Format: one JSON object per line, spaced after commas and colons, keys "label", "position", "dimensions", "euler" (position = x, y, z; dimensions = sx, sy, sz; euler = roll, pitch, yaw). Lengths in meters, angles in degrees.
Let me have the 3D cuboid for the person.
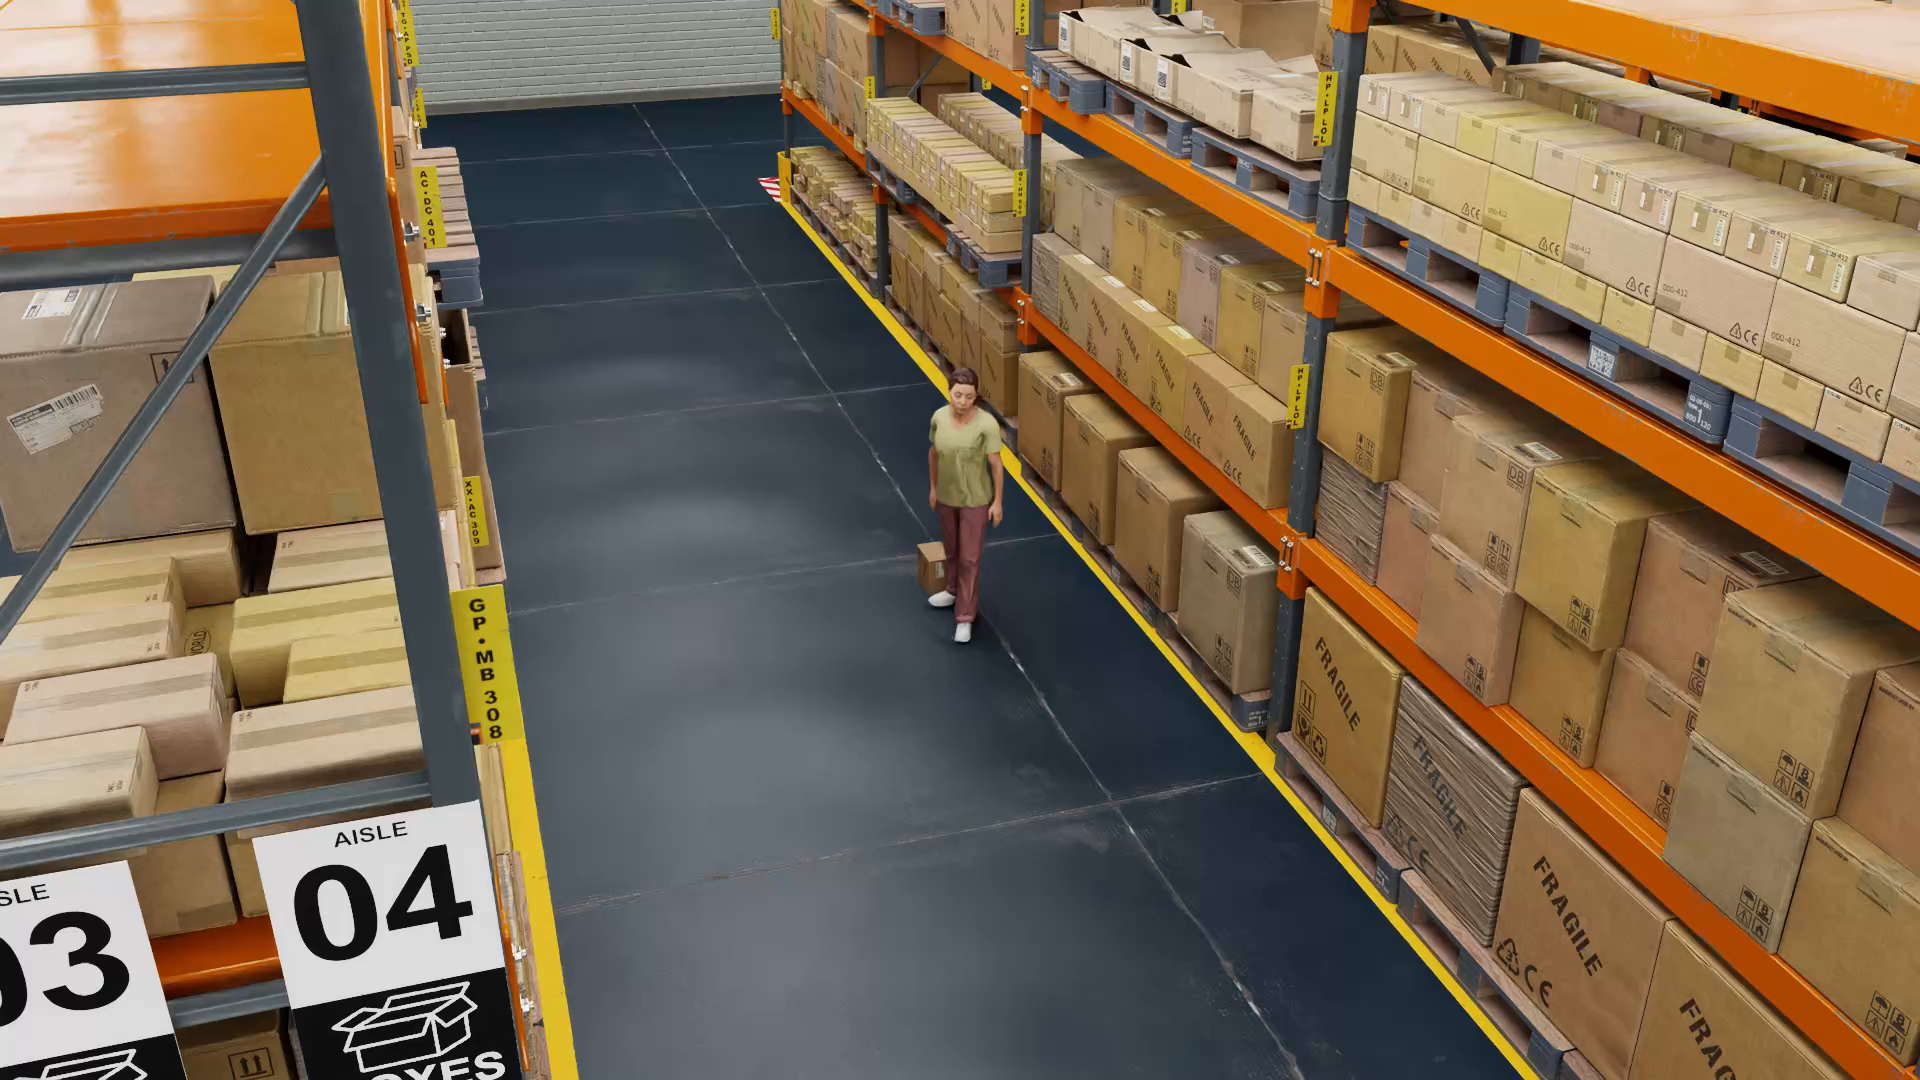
{"label": "person", "position": [0.014, -0.245, 9.846], "dimensions": [0.525, 1.666, 0.558], "euler": [12, 29, 23]}
